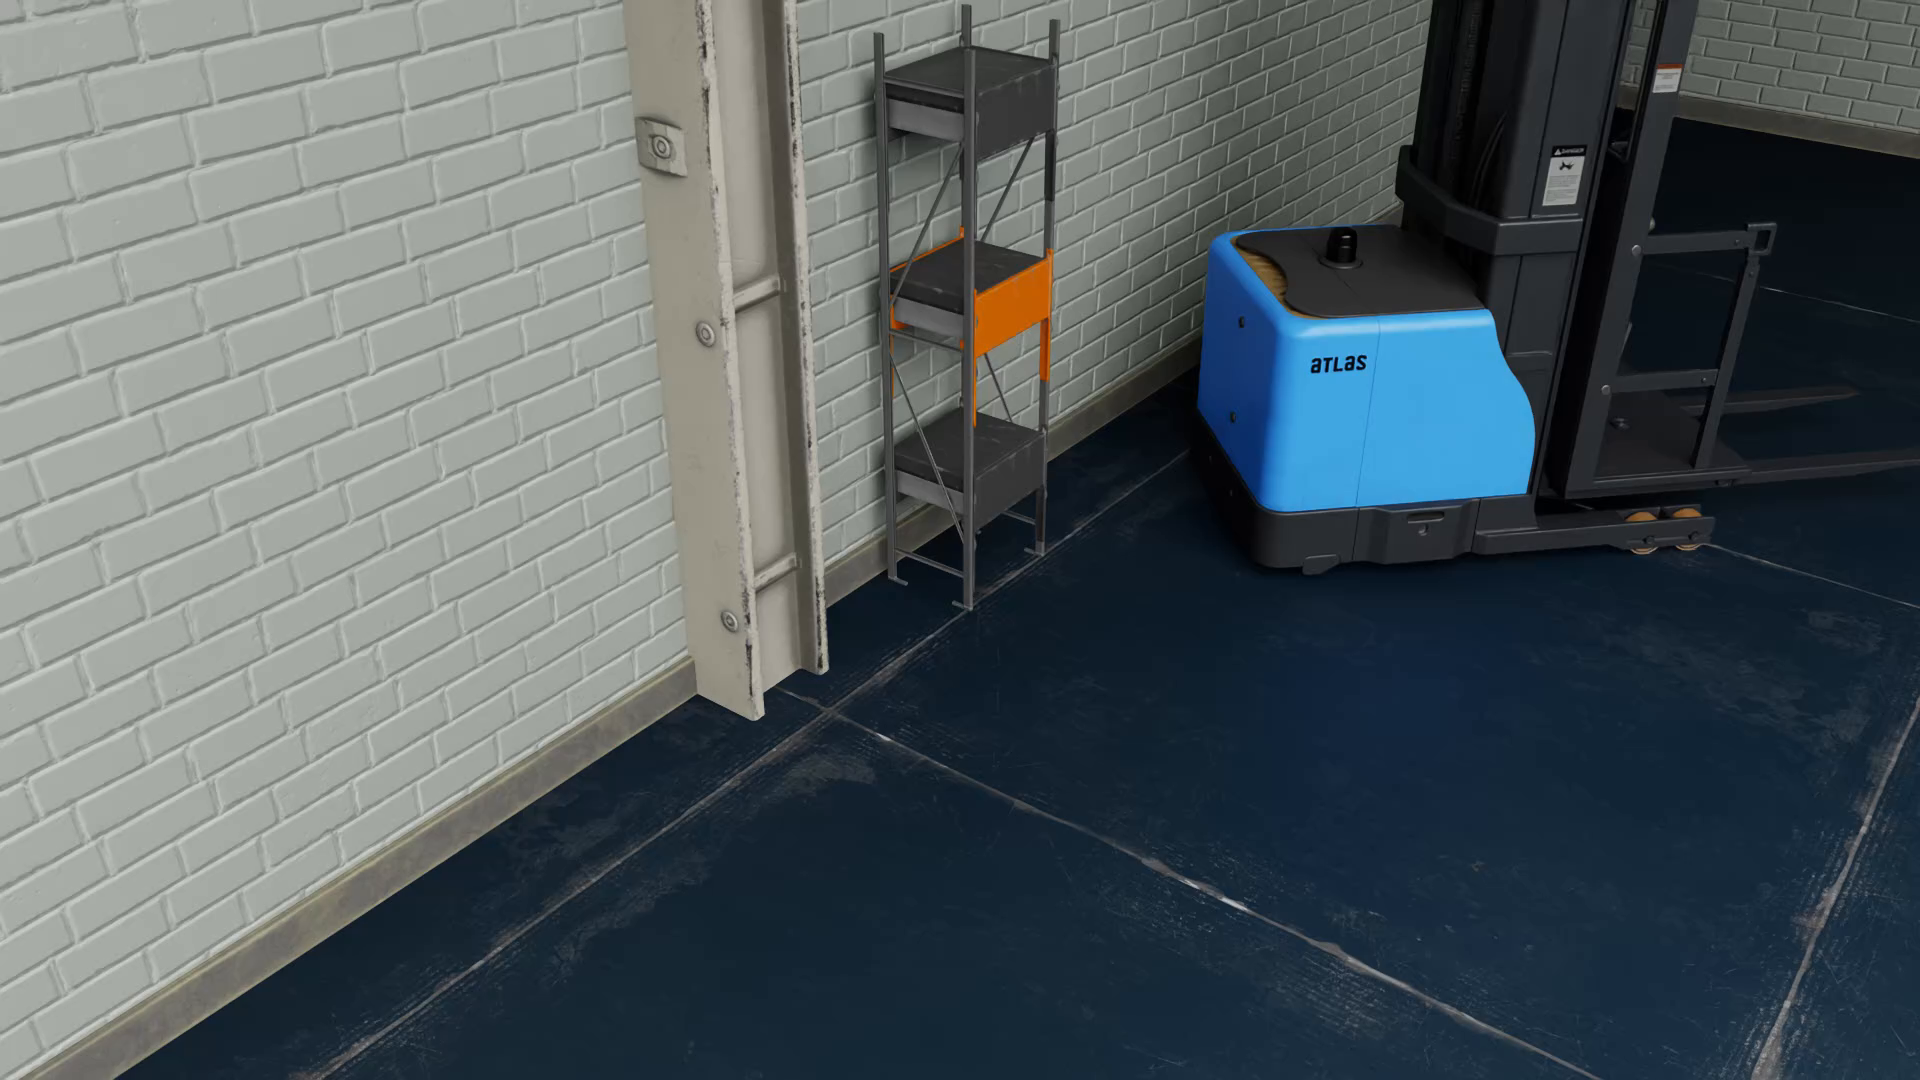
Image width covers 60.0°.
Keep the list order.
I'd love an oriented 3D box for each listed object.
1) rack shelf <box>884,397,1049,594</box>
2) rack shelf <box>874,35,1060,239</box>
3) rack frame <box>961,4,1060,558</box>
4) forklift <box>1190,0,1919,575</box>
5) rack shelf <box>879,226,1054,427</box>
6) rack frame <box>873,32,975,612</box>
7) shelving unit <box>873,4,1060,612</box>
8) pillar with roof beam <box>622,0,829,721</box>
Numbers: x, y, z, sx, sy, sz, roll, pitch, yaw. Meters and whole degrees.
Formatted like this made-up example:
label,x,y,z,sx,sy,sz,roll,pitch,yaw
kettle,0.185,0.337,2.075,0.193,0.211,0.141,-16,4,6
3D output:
label,x,y,z,sx,sy,sz,roll,pitch,yaw
rack shelf,0.027,-0.181,6.395,0.431,0.518,0.480,20,36,30
rack shelf,0.027,-1.385,5.682,0.431,0.518,0.480,20,36,30
rack frame,0.171,-0.895,6.201,0.400,2.100,0.015,20,36,30
forklift,2.562,-1.466,6.348,3.031,2.935,1.130,-5,31,-8
rack shelf,0.027,-0.783,6.038,0.431,0.518,0.480,20,36,30
rack frame,-0.117,-0.694,5.862,0.400,2.100,0.015,20,36,30
shelving unit,0.027,-0.795,6.031,0.431,2.100,0.503,20,36,30
pillar with roof beam,2.725,-2.052,1.386,9.100,9.000,0.400,21,37,31
